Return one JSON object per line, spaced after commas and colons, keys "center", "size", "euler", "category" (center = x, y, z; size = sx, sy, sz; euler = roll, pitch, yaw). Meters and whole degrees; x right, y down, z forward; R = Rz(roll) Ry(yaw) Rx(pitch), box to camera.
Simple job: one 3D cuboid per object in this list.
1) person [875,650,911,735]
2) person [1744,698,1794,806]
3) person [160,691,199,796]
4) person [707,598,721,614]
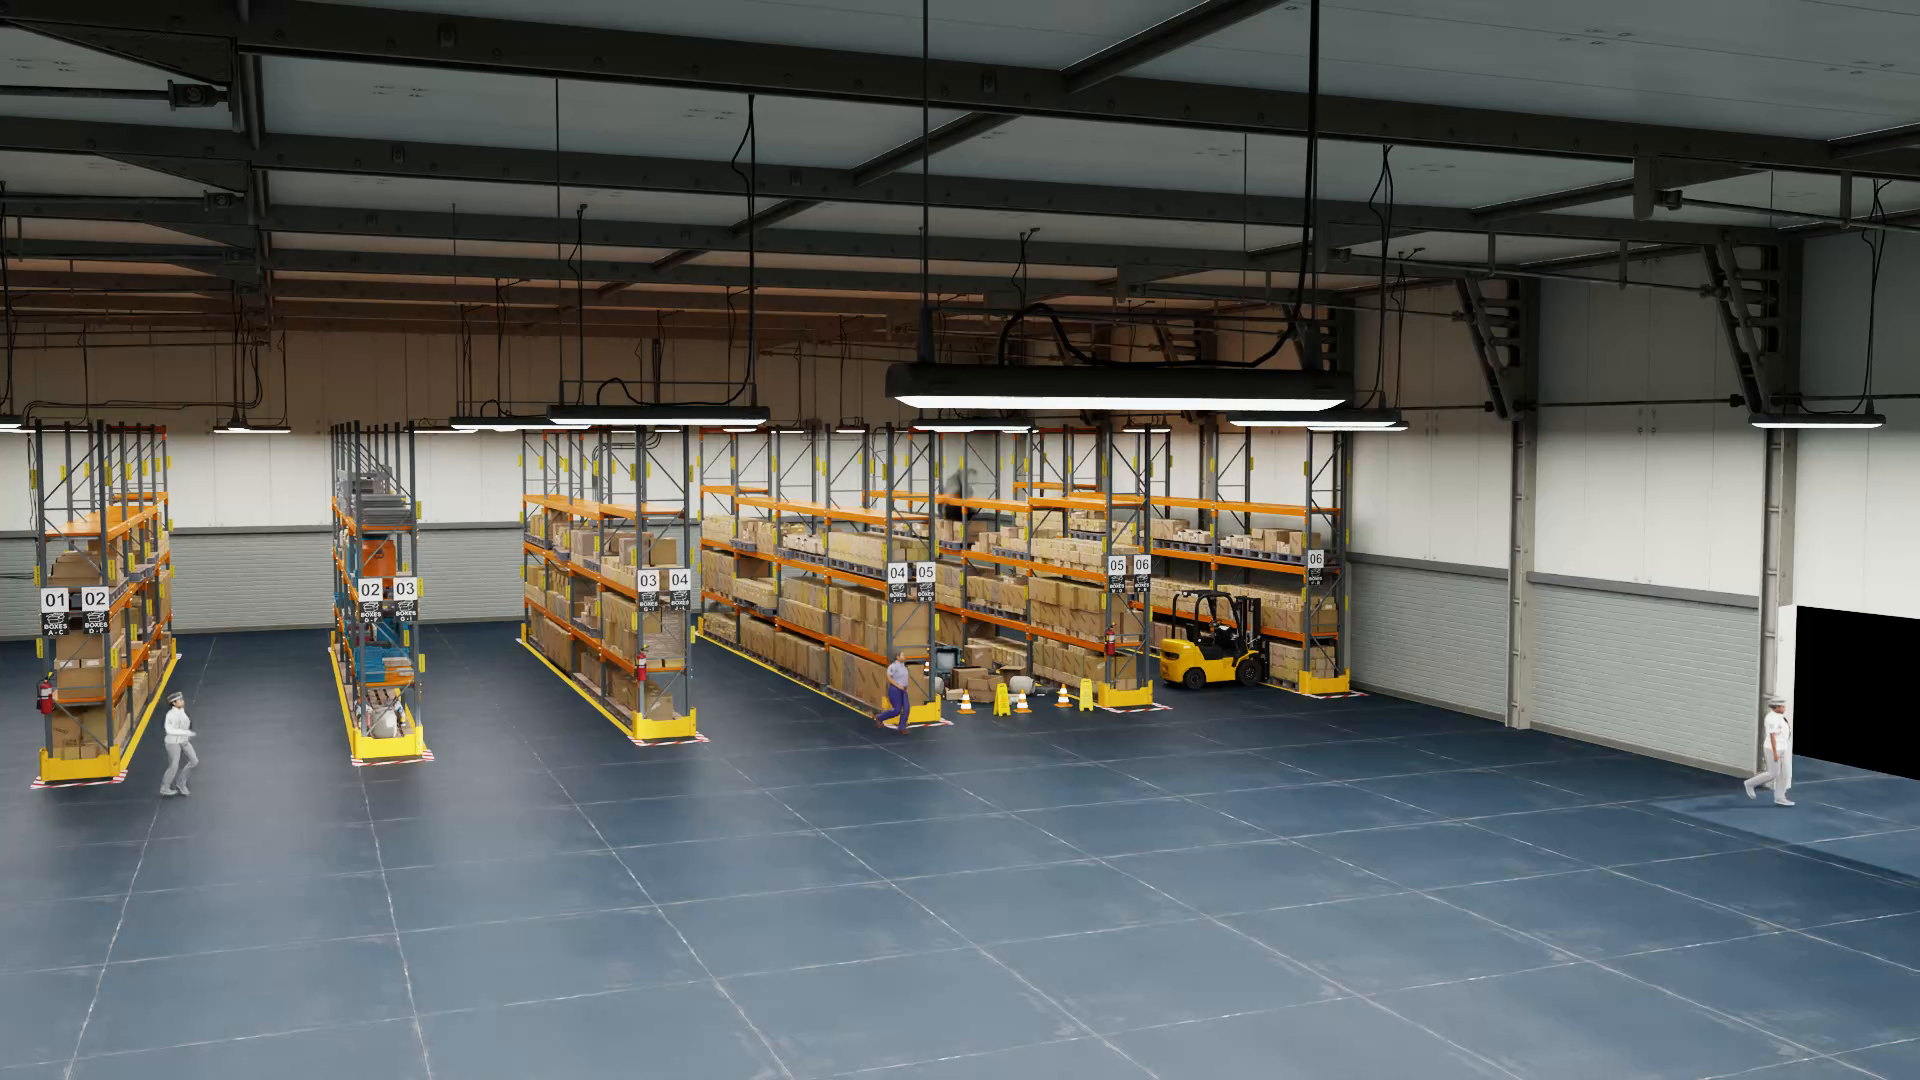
{"center": [-1.200, 2.930, 32.063], "size": [0.756, 1.602, 0.657], "euler": [2, 4, 25], "category": "person"}
{"center": [12.660, 3.270, 25.890], "size": [0.483, 1.632, 0.706], "euler": [-3, 5, -41], "category": "person"}
{"center": [-12.386, 3.238, 26.369], "size": [0.661, 1.701, 0.611], "euler": [0, 4, 6], "category": "person"}
{"center": [-7.256, 1.797, 49.429], "size": [0.779, 1.724, 0.682], "euler": [0, 4, -4], "category": "person"}
